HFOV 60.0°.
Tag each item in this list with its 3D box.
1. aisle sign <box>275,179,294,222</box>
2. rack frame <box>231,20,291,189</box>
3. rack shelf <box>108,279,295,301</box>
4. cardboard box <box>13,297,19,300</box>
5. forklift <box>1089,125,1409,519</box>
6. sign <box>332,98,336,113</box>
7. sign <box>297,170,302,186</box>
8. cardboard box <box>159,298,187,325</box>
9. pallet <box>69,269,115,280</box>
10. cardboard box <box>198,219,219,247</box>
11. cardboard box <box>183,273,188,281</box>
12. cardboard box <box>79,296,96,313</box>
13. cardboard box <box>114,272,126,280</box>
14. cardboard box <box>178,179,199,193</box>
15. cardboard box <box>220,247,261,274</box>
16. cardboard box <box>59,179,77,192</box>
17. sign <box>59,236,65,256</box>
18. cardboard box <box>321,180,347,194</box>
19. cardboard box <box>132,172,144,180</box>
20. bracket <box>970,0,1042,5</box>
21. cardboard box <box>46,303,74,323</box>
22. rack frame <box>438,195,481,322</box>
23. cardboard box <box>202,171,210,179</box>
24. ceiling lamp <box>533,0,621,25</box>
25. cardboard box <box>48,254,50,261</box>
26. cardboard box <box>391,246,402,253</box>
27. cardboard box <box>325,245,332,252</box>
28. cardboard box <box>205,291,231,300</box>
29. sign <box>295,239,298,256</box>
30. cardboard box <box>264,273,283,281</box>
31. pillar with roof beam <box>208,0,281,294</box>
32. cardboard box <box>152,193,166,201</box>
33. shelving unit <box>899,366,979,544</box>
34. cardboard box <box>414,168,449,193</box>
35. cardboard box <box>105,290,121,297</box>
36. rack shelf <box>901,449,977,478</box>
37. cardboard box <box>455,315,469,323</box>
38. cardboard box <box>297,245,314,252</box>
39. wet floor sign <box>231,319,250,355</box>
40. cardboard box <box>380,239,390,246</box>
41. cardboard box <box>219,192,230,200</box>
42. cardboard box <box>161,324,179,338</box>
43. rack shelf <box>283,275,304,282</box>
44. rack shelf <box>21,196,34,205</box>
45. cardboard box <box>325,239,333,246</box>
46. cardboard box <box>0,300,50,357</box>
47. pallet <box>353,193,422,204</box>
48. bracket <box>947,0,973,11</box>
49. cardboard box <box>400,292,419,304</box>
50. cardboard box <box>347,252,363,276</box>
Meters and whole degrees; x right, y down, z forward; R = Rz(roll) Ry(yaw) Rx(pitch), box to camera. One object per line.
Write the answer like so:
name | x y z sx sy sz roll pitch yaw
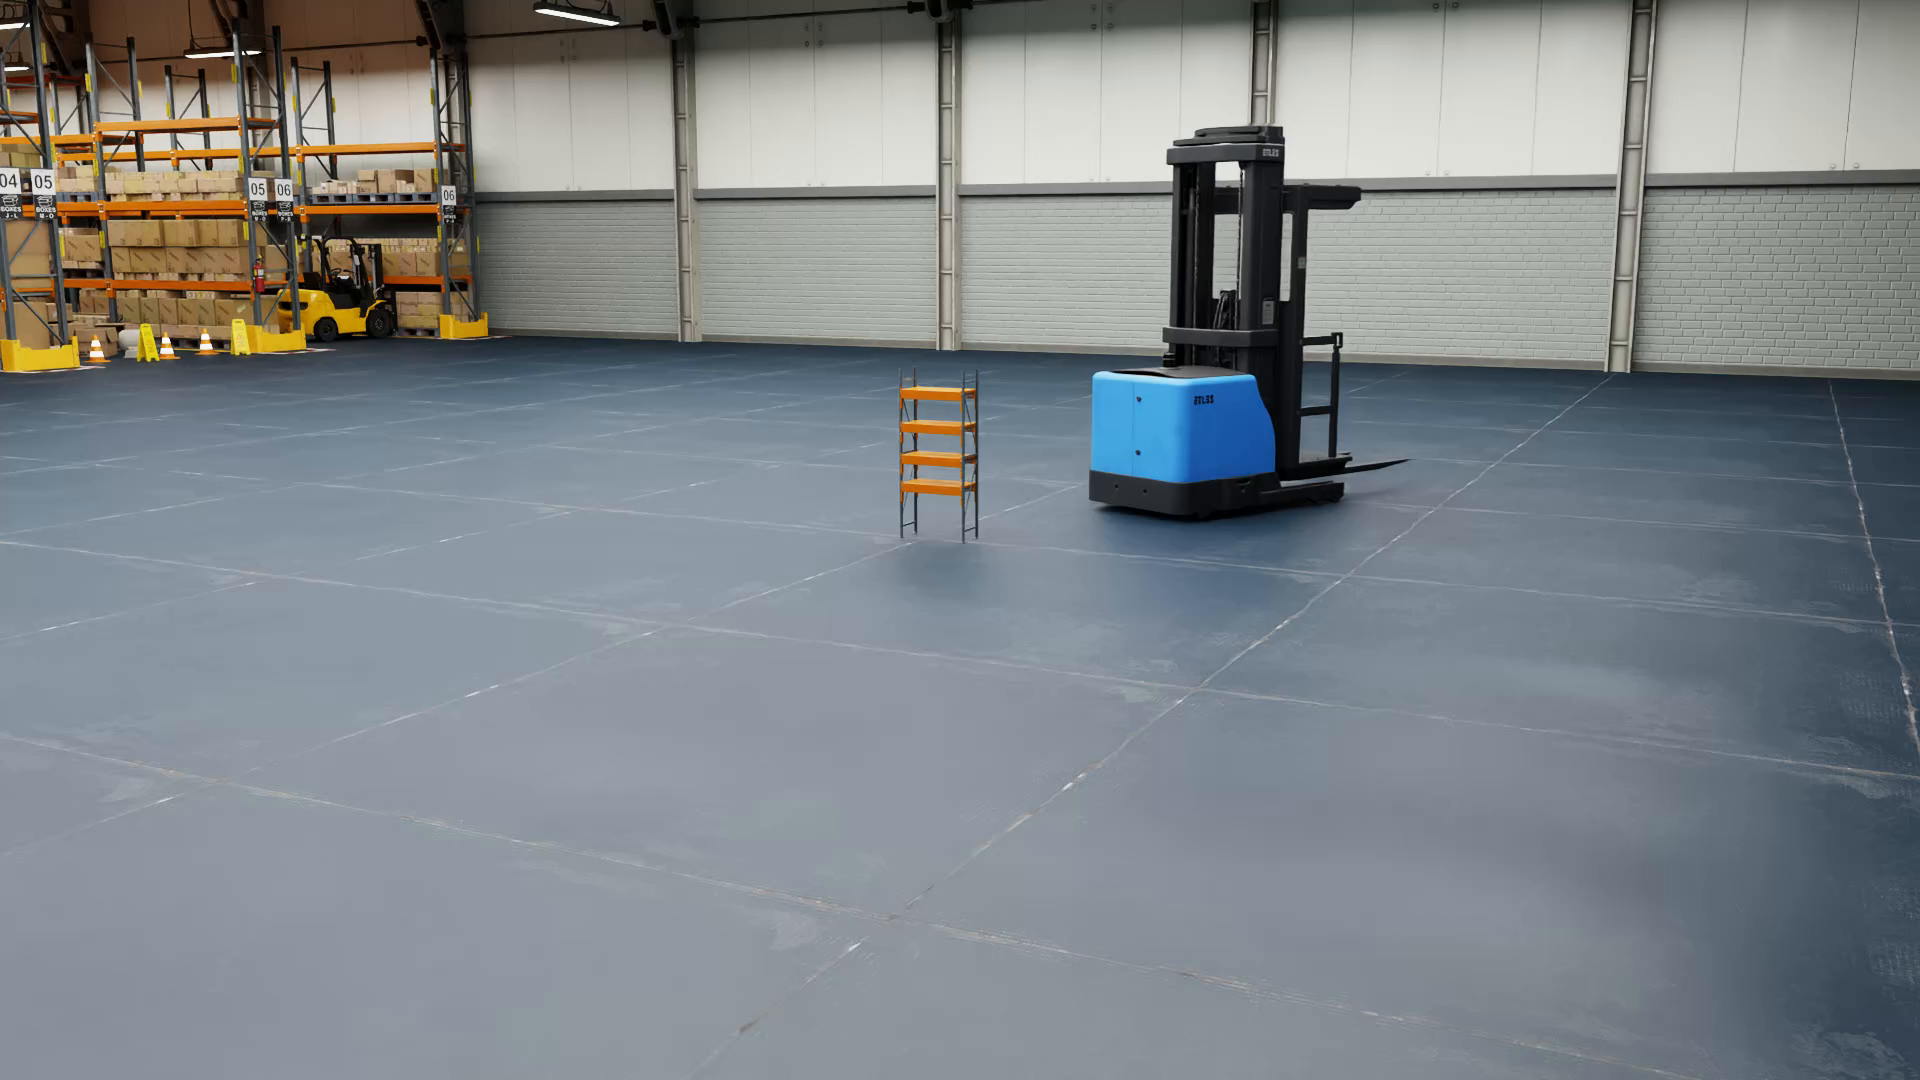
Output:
aisle sign | -12.747 -6.402 31.382 0.004 0.787 0.394 5 11 26
rack frame | -12.940 -8.030 30.833 0.127 3.000 1.000 5 11 26
rack shelf | -14.733 -4.882 32.302 4.000 0.370 1.077 5 11 26
cardboard box | -20.697 -4.938 35.376 0.875 0.875 0.875 5 11 25
forklift | 2.477 -1.790 13.393 3.031 2.935 1.130 -8 13 -38
sign | -14.066 -9.763 37.338 0.005 0.325 0.100 5 11 26
sign | -14.565 -7.984 36.666 0.005 0.325 0.100 5 11 26
cardboard box | -15.168 -4.445 32.304 0.500 0.500 0.500 6 12 29
pallet | -17.148 -5.383 33.587 1.213 0.211 1.003 5 11 26
cardboard box | -13.945 -5.812 31.499 0.500 0.500 0.700 5 11 26
cardboard box | -14.732 -5.074 32.046 0.250 0.149 0.380 5 11 26
cardboard box | -21.174 -5.720 40.750 0.500 0.500 0.500 6 12 28
cardboard box | -16.386 -5.194 32.711 0.250 0.149 0.380 5 11 26
cardboard box | -14.436 -6.704 31.513 0.500 0.250 0.500 5 12 27
cardboard box | -13.548 -5.273 31.325 0.500 0.500 0.500 5 11 25
cardboard box | -17.566 -7.066 33.169 0.500 0.250 0.500 5 11 27
sign | -14.788 -4.833 27.358 0.005 0.325 0.100 5 11 26
cardboard box | -13.696 -7.770 36.608 0.500 0.311 0.500 5 12 27
cardboard box | -15.686 -6.998 32.019 0.250 0.149 0.380 5 11 25
bracket | 2.330 -9.554 29.144 4.783 0.066 0.076 5 11 26
cardboard box | -17.287 -4.249 31.680 0.500 0.500 0.500 5 11 26
rack frame | -10.747 -5.871 35.749 0.127 3.000 1.000 5 11 26
cardboard box | -14.030 -6.874 31.335 0.250 0.149 0.380 5 11 26
ceiling lamp | -6.370 -10.547 28.347 0.800 3.185 2.000 5 11 26
cardboard box | -18.418 -5.917 33.707 0.500 0.500 0.500 5 11 24
cardboard box | -12.107 -6.303 36.030 0.250 0.149 0.380 5 11 24
cardboard box | -13.931 -6.468 36.941 0.250 0.149 0.380 5 12 27
cardboard box | -14.132 -4.660 31.669 0.250 0.149 0.380 5 12 27
sign | -12.700 -5.591 31.769 0.005 0.325 0.100 5 11 26
cardboard box | -13.153 -5.015 31.720 0.250 0.149 0.380 5 11 26
pillar with roof beam | -18.258 -8.807 35.126 0.548 9.000 9.100 5 11 26
cardboard box | -15.238 -6.567 31.873 0.250 0.149 0.380 5 11 25
shelving unit | -0.148 -0.603 11.695 0.503 1.200 0.258 5 11 26
cardboard box | -11.251 -7.648 35.404 0.500 0.500 0.500 5 12 28
cardboard box | -20.535 -5.995 40.449 0.250 0.149 0.380 5 11 25
rack shelf | -0.148 -0.537 11.707 0.480 0.148 0.258 5 11 26
cardboard box | -11.101 -4.795 36.343 0.500 0.250 0.500 5 11 26
cardboard box | -14.738 -6.546 37.376 0.250 0.149 0.380 5 12 28
wet floor sign | -13.243 -3.734 30.550 0.267 0.644 0.232 -10 14 -43
cardboard box | -12.350 -6.465 36.093 0.250 0.149 0.380 5 12 27
cardboard box | -13.621 -6.429 31.110 0.250 0.149 0.380 5 11 26
cardboard box | -15.156 -4.076 32.370 0.500 0.250 0.500 5 11 25
rack shelf | -16.127 -5.990 38.425 4.000 0.370 1.077 5 11 26
rack shelf | -16.833 -5.559 27.623 4.000 0.370 1.077 5 11 26
cardboard box | -13.897 -6.625 36.978 0.250 0.149 0.380 5 11 27
cardboard box | -15.677 -3.484 27.344 0.875 0.875 0.875 5 11 26
pallet | -12.467 -7.460 36.350 1.213 0.211 1.003 5 11 26
bracket | 0.004 -9.758 30.274 0.430 0.232 0.235 5 11 26
cardboard box | -11.758 -5.243 36.010 0.500 0.250 0.500 5 12 27
cardboard box | -13.122 -6.081 36.626 0.500 0.500 0.500 5 11 25
